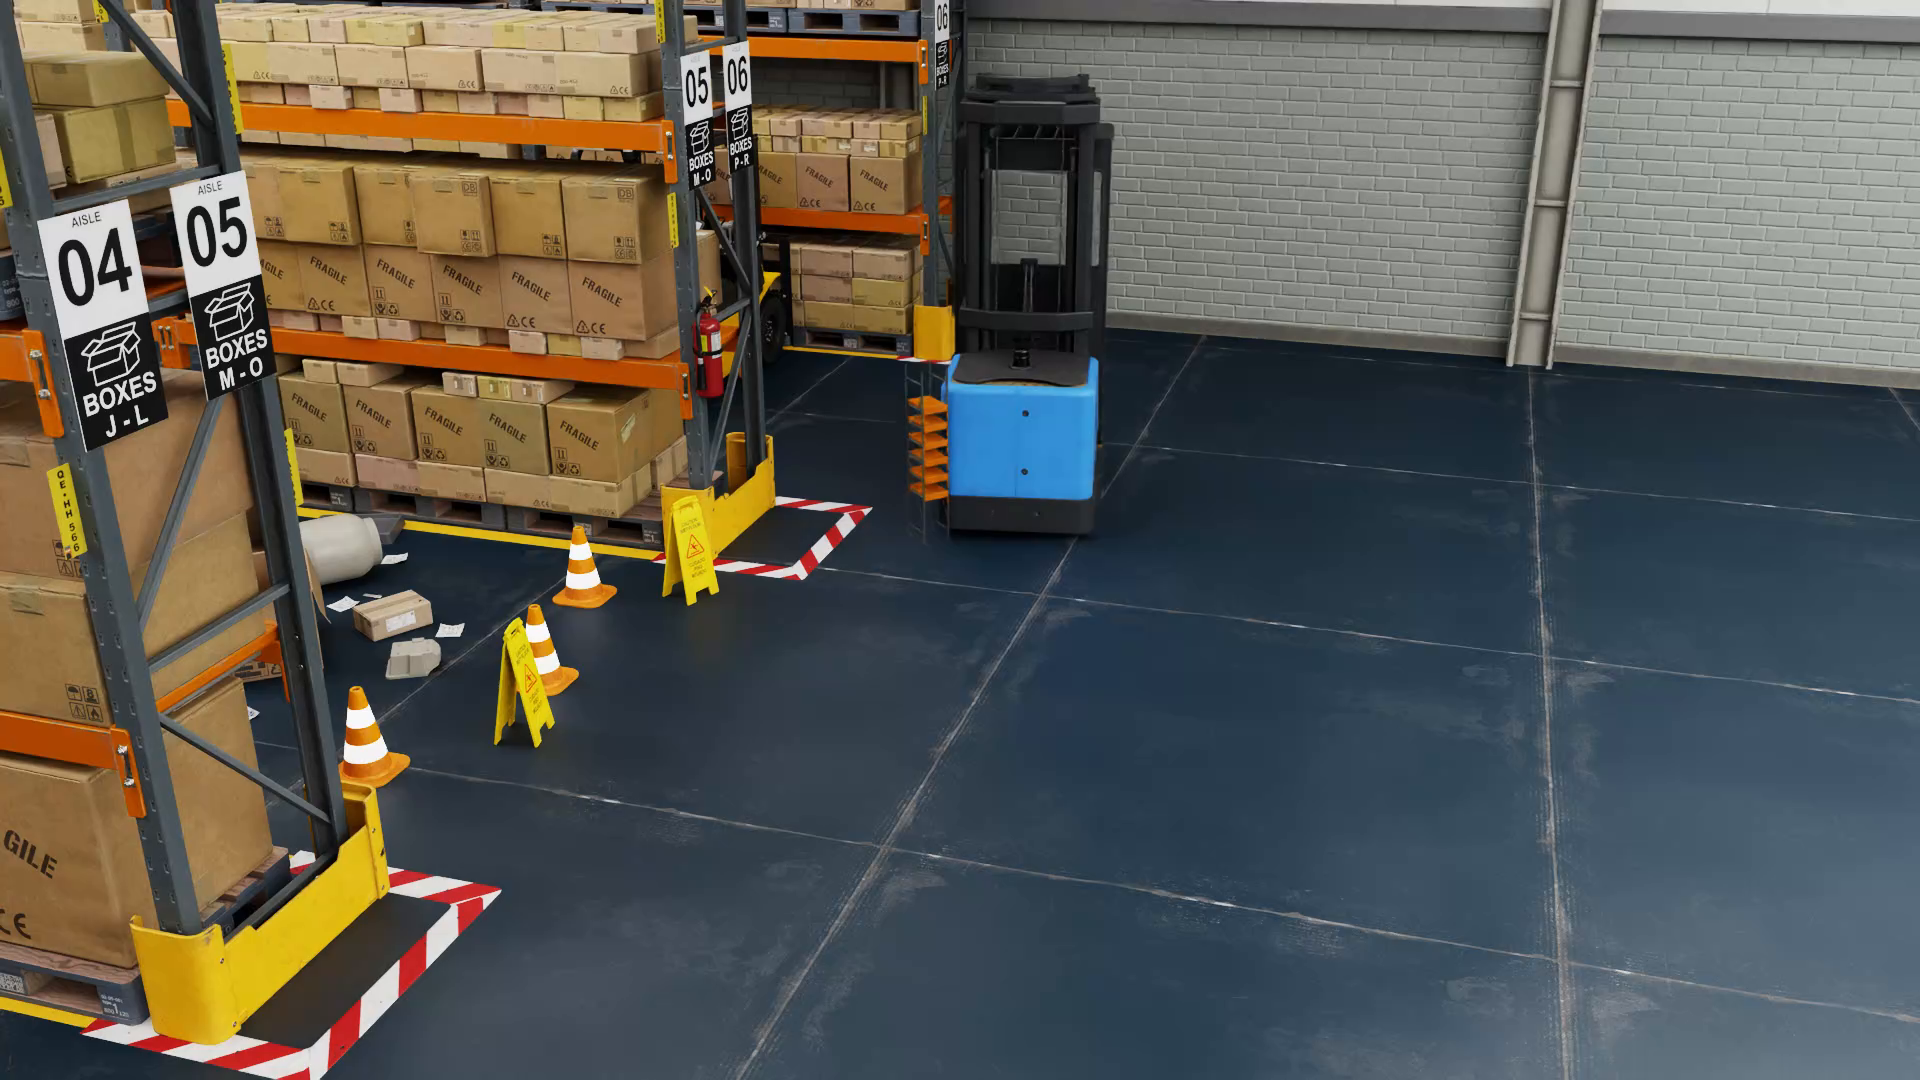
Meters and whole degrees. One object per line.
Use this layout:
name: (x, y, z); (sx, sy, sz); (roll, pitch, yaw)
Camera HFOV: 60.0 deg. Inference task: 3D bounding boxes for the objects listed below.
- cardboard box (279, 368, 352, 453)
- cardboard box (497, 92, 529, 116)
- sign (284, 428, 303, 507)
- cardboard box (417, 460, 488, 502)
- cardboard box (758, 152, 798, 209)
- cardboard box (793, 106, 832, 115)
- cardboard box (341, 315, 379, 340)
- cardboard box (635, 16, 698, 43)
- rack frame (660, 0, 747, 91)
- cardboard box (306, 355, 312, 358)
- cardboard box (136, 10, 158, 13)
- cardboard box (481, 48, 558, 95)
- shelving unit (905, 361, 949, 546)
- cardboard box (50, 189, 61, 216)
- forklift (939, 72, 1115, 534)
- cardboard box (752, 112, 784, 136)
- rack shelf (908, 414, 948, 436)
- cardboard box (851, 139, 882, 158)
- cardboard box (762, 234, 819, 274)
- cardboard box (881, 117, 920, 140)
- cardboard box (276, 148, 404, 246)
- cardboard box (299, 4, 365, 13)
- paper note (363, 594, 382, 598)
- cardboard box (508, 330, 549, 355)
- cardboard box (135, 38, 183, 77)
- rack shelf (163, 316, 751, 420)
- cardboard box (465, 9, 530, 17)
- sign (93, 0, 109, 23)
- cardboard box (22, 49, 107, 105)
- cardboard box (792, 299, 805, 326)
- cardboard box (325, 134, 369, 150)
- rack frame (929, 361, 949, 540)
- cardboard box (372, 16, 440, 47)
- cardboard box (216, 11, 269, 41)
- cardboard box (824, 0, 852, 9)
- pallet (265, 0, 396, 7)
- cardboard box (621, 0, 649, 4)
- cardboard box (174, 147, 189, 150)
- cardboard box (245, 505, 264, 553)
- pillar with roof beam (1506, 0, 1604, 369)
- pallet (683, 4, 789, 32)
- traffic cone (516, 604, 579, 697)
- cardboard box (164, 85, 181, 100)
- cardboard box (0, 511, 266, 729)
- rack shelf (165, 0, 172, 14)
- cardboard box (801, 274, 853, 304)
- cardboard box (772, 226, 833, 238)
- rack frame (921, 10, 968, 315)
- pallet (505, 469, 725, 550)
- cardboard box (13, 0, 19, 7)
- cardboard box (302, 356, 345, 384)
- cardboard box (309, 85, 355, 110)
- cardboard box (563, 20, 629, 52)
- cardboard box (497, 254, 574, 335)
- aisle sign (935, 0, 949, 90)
cardboard box: (-4.390, -0.948, 11.710); (0.500, 0.500, 0.500); (8, 23, 18)
cardboard box: (-2.701, -2.775, 10.462); (0.250, 0.149, 0.380); (7, 23, 16)
sign: (-2.730, -0.286, 6.770); (0.005, 0.325, 0.100); (7, 23, 16)
cardboard box: (-3.411, -0.485, 11.571); (0.500, 0.250, 0.500); (6, 23, 14)
cardboard box: (-1.665, -3.382, 15.432); (0.500, 0.500, 0.500); (6, 23, 14)
cardboard box: (-1.383, -3.977, 15.634); (0.250, 0.149, 0.380); (7, 23, 17)
cardboard box: (-3.962, -1.485, 11.269); (0.250, 0.149, 0.380); (7, 23, 16)
cardboard box: (-1.845, -3.211, 10.473); (0.250, 0.149, 0.380); (6, 23, 15)
rack frame: (-1.563, -4.233, 9.732); (0.127, 3.000, 1.000); (7, 23, 16)
cardboard box: (-4.749, -1.198, 12.319); (0.500, 0.500, 0.500); (6, 23, 15)
cardboard box: (-5.836, -3.618, 11.830); (0.500, 0.250, 0.500); (6, 23, 14)
cardboard box: (-2.608, -2.932, 10.319); (0.500, 0.250, 0.500); (6, 23, 15)
shelving unit: (-0.218, -0.575, 11.087); (0.189, 1.200, 0.258); (-12, 25, -27)
cardboard box: (-3.376, -1.342, 6.282); (0.250, 0.149, 0.380); (7, 23, 16)
forklift: (0.534, -1.918, 12.085); (1.130, 2.935, 3.031); (2, 22, 6)
cardboard box: (-1.788, -3.811, 15.231); (0.250, 0.149, 0.380); (7, 23, 17)
rack shelf: (-0.219, -0.756, 11.014); (0.180, 0.103, 0.258); (-12, 25, -27)
cardboard box: (-0.799, -3.561, 15.013); (0.250, 0.149, 0.380); (7, 23, 16)
cardboard box: (-1.641, -2.689, 15.625); (0.500, 0.250, 0.500); (7, 23, 16)
cardboard box: (-0.537, -3.708, 14.979); (0.250, 0.149, 0.380); (7, 23, 16)
cardboard box: (-4.079, -2.287, 11.051); (0.500, 0.500, 0.700); (6, 23, 14)
cardboard box: (-4.246, -3.539, 11.272); (0.250, 0.149, 0.380); (7, 23, 17)
paper note: (-3.676, 0.350, 10.404); (0.123, 0.001, 0.032); (7, 23, 16)
cardboard box: (-2.752, -1.345, 10.928); (0.250, 0.149, 0.380); (7, 23, 16)
cardboard box: (-5.051, -3.204, 10.982); (0.500, 0.250, 0.500); (6, 23, 14)
rack shelf: (-3.478, -1.344, 11.542); (4.000, 0.370, 1.077); (7, 23, 16)
cardboard box: (-3.022, -3.388, 10.905); (0.250, 0.149, 0.380); (7, 23, 17)
sign: (-5.550, -3.503, 10.705); (0.005, 0.325, 0.100); (7, 23, 16)
cardboard box: (-3.364, -1.709, 6.126); (0.250, 0.149, 0.380); (7, 23, 16)
cardboard box: (-1.624, -2.236, 15.839); (0.500, 0.250, 0.500); (7, 23, 16)
cardboard box: (-5.967, -3.997, 16.600); (0.500, 0.250, 0.500); (7, 23, 16)
rack frame: (-0.138, -0.592, 11.129); (0.006, 1.200, 0.240); (-12, 25, -27)
cardboard box: (-3.450, -3.184, 10.407); (0.250, 0.149, 0.380); (7, 23, 17)
cardboard box: (-4.678, -3.333, 10.771); (0.250, 0.149, 0.380); (6, 23, 14)
cardboard box: (-1.014, -4.754, 14.600); (0.250, 0.149, 0.380); (6, 23, 14)
pallet: (-6.045, -5.275, 16.474); (1.213, 0.211, 1.003); (8, 24, 18)
cardboard box: (-2.885, -4.968, 15.123); (0.250, 0.149, 0.380); (7, 23, 17)
cardboard box: (-5.741, -2.754, 12.100); (0.250, 0.149, 0.380); (6, 23, 15)
cardboard box: (-4.760, -0.129, 10.922); (0.500, 0.500, 0.500); (-14, 26, -30)
pillar with roof beam: (3.961, -4.219, 9.697); (0.400, 9.000, 9.100); (7, 23, 16)
pallet: (-1.974, -4.828, 15.252); (1.213, 0.211, 1.003); (7, 23, 16)
traffic cone: (-2.343, 0.578, 9.250); (0.334, 0.463, 0.336); (7, 23, 16)
cardboard box: (-5.163, -3.043, 11.114); (0.250, 0.149, 0.380); (6, 23, 15)
cardboard box: (-3.265, 0.259, 6.490); (0.550, 0.550, 0.875); (7, 23, 16)
rack shelf: (-4.811, -2.125, 6.067); (4.000, 0.370, 1.077); (7, 23, 16)
cardboard box: (-1.166, -2.413, 15.612); (0.500, 0.250, 0.500); (6, 23, 15)
cardboard box: (-1.494, -2.880, 16.090); (0.500, 0.250, 0.500); (6, 23, 15)
rack frame: (-0.133, -3.261, 15.268); (0.127, 3.000, 1.000); (7, 23, 16)
pallet: (-2.404, -0.278, 11.668); (1.213, 0.211, 1.003); (7, 23, 16)
cardboard box: (-9.314, -5.534, 17.055); (0.500, 0.250, 0.500); (7, 23, 16)
cardboard box: (-4.311, -1.211, 11.497); (0.250, 0.149, 0.380); (7, 23, 18)
cardboard box: (-3.956, -2.871, 10.695); (0.250, 0.149, 0.380); (6, 23, 14)
cardboard box: (-2.208, -3.070, 10.130); (0.250, 0.149, 0.380); (7, 23, 16)
cardboard box: (-2.641, -1.657, 10.834); (0.500, 0.500, 0.500); (7, 23, 16)
aisle sign: (-0.155, -4.350, 14.497); (0.004, 0.787, 0.394); (7, 23, 16)
